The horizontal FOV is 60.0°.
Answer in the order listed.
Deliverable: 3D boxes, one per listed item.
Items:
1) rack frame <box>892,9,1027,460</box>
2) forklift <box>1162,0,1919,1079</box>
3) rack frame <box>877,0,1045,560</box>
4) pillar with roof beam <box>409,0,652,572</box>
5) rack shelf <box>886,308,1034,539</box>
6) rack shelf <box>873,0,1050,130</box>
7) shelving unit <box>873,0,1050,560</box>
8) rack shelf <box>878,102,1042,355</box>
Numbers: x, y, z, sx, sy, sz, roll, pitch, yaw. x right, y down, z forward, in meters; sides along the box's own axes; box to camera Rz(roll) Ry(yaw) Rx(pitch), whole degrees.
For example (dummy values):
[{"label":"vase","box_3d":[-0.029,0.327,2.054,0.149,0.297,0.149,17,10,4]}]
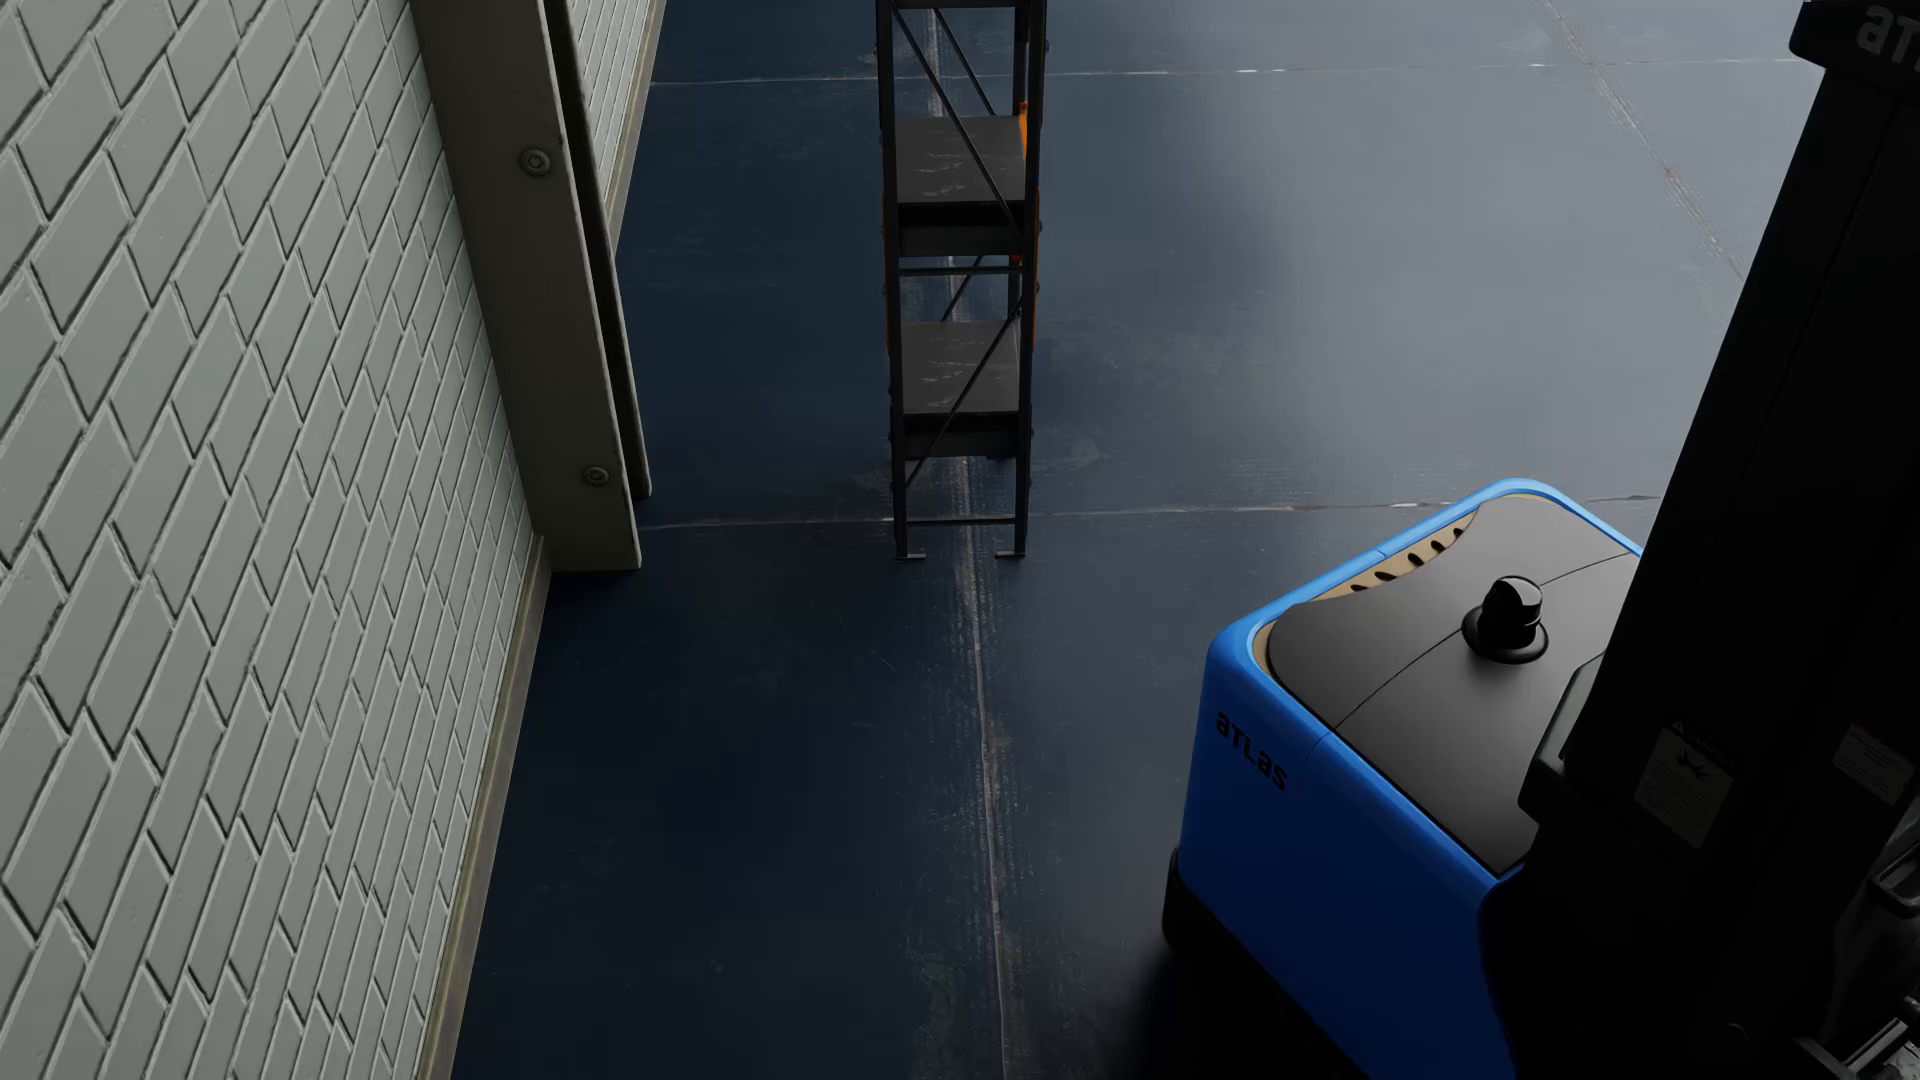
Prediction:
[{"label":"rack frame","box_3d":[-0.017,-1.051,4.842,0.400,2.100,0.015,-2,43,-2]},{"label":"forklift","box_3d":[1.750,0.547,2.485,1.130,2.935,3.031,-25,48,-25]},{"label":"rack frame","box_3d":[0.003,-0.721,4.483,0.400,2.100,0.015,-2,43,-2]},{"label":"pillar with roof beam","box_3d":[3.147,-3.481,2.388,9.100,9.000,0.400,-2,43,-2]},{"label":"rack shelf","box_3d":[-0.007,-0.360,5.145,0.431,0.518,0.480,-2,43,-2]},{"label":"rack shelf","box_3d":[-0.007,-1.392,4.199,0.431,0.518,0.480,-2,43,-2]},{"label":"shelving unit","box_3d":[-0.007,-0.886,4.662,0.431,2.100,0.503,-2,43,-2]},{"label":"rack shelf","box_3d":[-0.007,-0.876,4.672,0.431,0.518,0.480,-2,43,-2]}]
